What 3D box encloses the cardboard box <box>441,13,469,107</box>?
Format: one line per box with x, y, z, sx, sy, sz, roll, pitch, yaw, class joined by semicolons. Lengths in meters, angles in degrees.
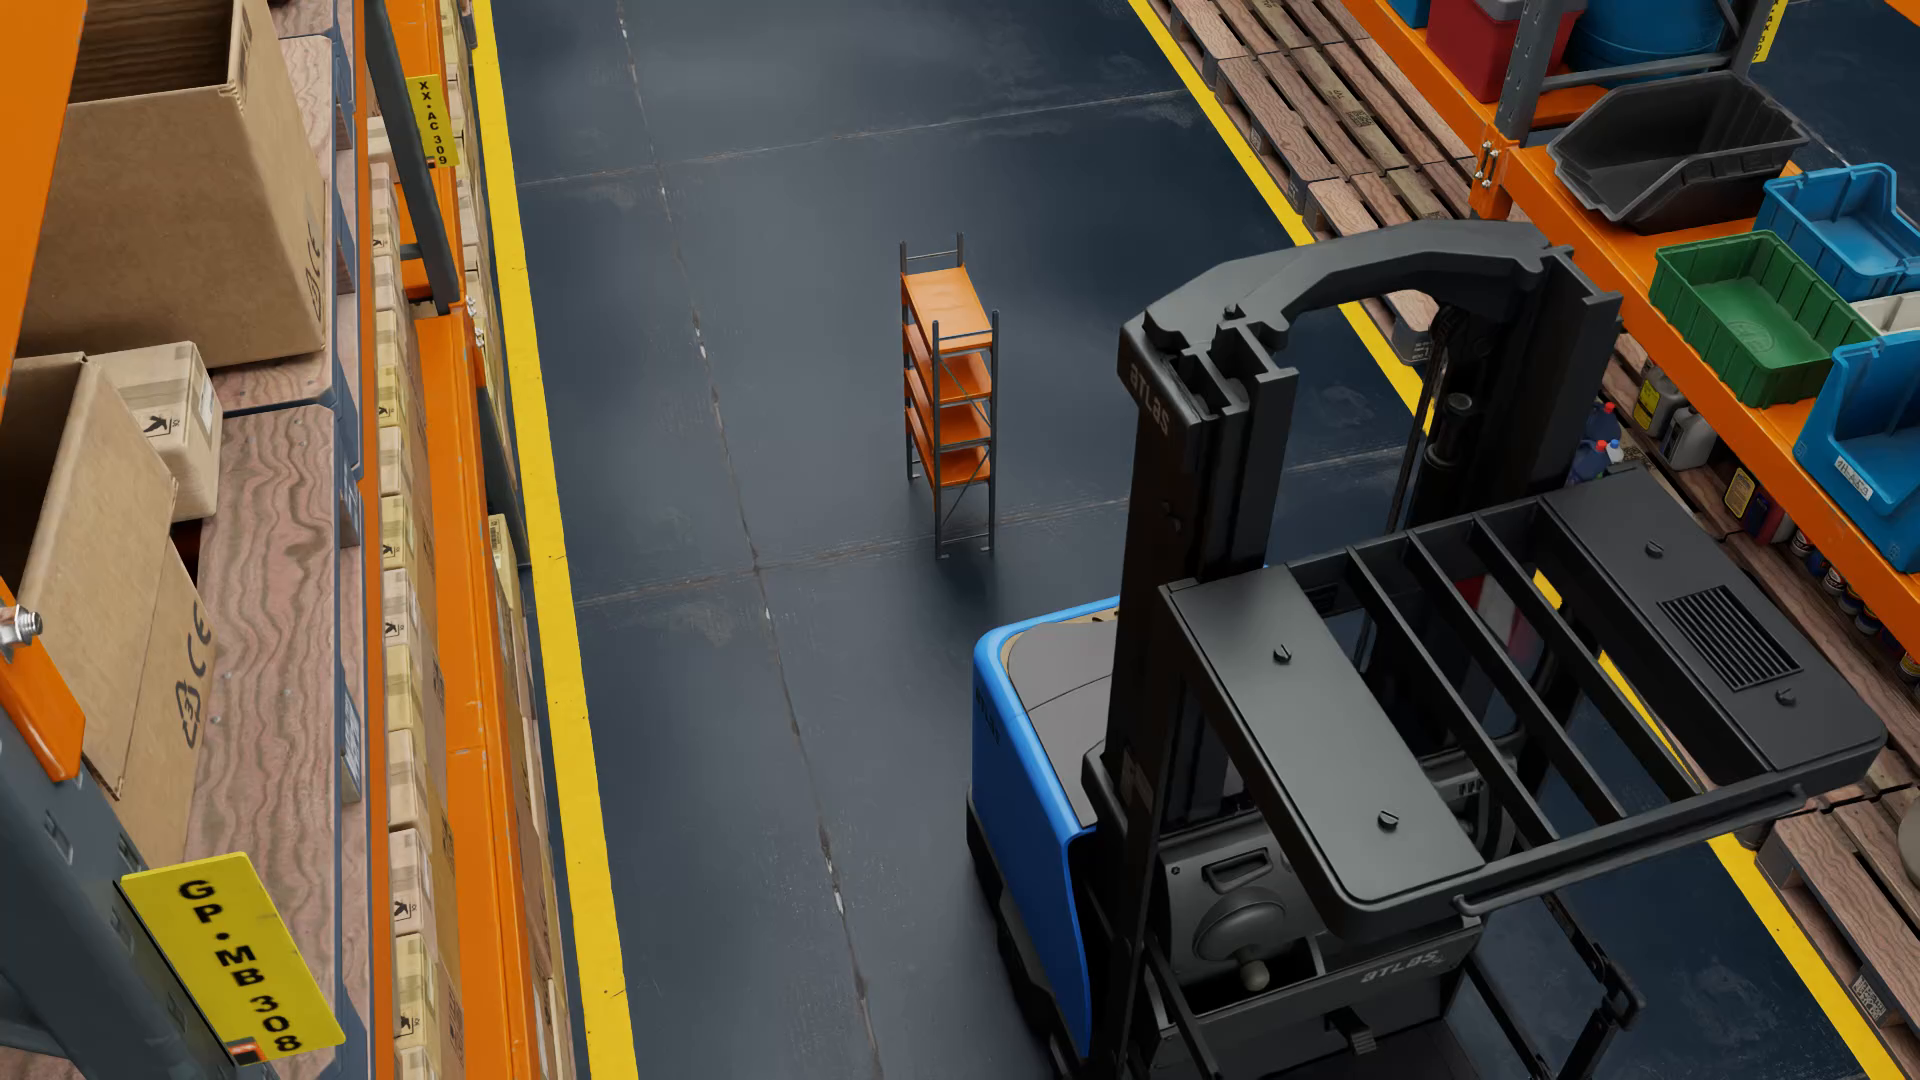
-2.724;-2.363;8.204;0.500;0.311;0.500;-11;47;-11;cardboard box

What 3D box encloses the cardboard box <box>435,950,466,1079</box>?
-1.434;1.145;3.457;0.700;0.500;0.500;-10;46;-9;cardboard box

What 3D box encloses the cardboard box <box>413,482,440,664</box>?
-1.826;0.085;4.496;0.700;0.500;0.500;-10;46;-10;cardboard box

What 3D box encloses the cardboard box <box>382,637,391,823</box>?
-1.578;0.306;3.371;0.700;0.500;0.500;-11;47;-10;cardboard box

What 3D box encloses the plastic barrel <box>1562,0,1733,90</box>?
2.772;-2.296;6.549;0.600;0.901;0.708;-11;47;-10;plastic barrel

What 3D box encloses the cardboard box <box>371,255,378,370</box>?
-1.961;-0.730;4.387;0.700;0.500;0.500;-11;47;-10;cardboard box

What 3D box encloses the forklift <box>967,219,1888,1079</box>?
0.989;0.886;3.830;1.130;2.935;3.031;-14;47;-13;forklift

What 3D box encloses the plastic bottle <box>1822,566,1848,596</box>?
3.300;0.106;6.197;0.097;0.201;0.097;0;46;0;plastic bottle

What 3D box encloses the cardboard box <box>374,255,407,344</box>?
-1.804;-0.657;4.769;0.380;0.149;0.250;-12;47;-11;cardboard box

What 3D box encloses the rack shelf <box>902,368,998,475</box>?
-0.042;-0.487;6.482;0.258;0.148;0.480;-11;47;-10;rack shelf

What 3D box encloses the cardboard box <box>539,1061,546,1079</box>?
-1.240;1.664;4.125;0.500;0.500;0.500;-11;47;-10;cardboard box

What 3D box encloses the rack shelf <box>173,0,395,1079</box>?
-1.700;-0.312;3.359;1.077;0.370;4.000;-11;47;-10;rack shelf

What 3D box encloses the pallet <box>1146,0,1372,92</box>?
1.714;-3.042;9.583;1.003;0.211;1.213;-11;47;-10;pallet

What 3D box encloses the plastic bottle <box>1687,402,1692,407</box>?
3.021;-0.633;6.817;0.144;0.351;0.185;-12;47;-11;plastic bottle

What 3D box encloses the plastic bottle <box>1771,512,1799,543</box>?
3.191;-0.138;6.384;0.152;0.276;0.135;-10;46;-10;plastic bottle

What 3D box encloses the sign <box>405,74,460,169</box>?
-1.675;-1.328;5.290;0.100;0.325;0.005;-11;47;-10;sign

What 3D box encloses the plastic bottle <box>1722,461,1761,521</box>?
3.060;-0.217;6.457;0.061;0.283;0.133;-11;47;-10;plastic bottle

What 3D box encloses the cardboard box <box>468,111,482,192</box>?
-2.604;-1.820;8.064;0.500;0.250;0.500;-10;46;-9;cardboard box

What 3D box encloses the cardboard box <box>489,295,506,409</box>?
-2.205;-0.756;7.022;0.500;0.250;0.500;-10;46;-9;cardboard box

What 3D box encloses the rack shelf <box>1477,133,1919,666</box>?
3.090;-0.165;5.316;1.077;0.370;4.000;-11;47;-10;rack shelf

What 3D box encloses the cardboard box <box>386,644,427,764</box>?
-1.411;0.406;3.728;0.380;0.149;0.250;-11;47;-11;cardboard box

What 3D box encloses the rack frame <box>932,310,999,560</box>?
0.020;-0.366;6.268;0.240;1.200;0.015;-11;47;-10;rack frame

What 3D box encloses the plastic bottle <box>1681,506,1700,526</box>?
2.677;0.014;6.235;0.152;0.276;0.135;-11;47;-10;plastic bottle

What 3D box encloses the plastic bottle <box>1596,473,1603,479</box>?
2.434;-0.116;6.358;0.061;0.283;0.133;-9;46;-9;plastic bottle

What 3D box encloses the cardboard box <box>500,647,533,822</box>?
-1.633;0.630;5.138;0.500;0.500;0.500;-11;47;-10;cardboard box

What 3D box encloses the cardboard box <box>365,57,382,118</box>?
-2.527;-1.827;6.370;0.500;0.500;0.500;-8;46;-7;cardboard box

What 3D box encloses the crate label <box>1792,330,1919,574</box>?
2.869;-0.270;4.890;0.502;0.435;0.616;-11;47;-10;crate label

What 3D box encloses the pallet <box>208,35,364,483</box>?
-1.659;-0.489;3.091;1.003;0.211;1.213;-11;47;-10;pallet

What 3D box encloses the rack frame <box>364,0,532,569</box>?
-2.212;-0.895;5.527;1.000;3.000;0.127;-11;47;-10;rack frame

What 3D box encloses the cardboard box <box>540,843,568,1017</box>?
-1.492;1.235;5.070;0.500;0.250;0.500;-11;47;-10;cardboard box

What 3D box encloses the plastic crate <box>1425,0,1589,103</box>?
2.158;-2.099;6.662;0.402;0.464;0.583;-11;47;-10;plastic crate

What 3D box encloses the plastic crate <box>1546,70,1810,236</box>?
2.589;-1.392;6.057;0.767;0.338;0.504;-11;47;-10;plastic crate

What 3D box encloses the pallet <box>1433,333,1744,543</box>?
2.709;-0.351;6.946;1.003;0.211;1.213;-11;47;-10;pallet

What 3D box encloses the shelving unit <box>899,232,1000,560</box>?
-0.042;-0.534;6.433;0.258;1.200;0.503;-11;47;-10;shelving unit

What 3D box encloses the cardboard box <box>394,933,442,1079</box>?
-1.213;0.940;3.204;0.380;0.149;0.250;-11;47;-10;cardboard box

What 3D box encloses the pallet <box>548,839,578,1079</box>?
-1.733;1.482;5.150;1.003;0.211;1.213;-11;47;-10;pallet

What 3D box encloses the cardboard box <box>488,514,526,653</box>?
-1.882;0.201;6.084;0.500;0.250;0.500;-11;47;-10;cardboard box

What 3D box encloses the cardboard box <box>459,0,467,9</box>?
-3.076;-3.302;9.328;0.500;0.500;0.500;-9;46;-9;cardboard box

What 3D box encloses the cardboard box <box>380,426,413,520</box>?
-1.611;-0.132;4.254;0.380;0.149;0.250;-9;46;-9;cardboard box

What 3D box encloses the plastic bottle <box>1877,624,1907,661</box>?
3.399;0.292;5.957;0.061;0.283;0.133;-10;46;-10;plastic bottle

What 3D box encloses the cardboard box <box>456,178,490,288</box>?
-2.333;-1.310;7.172;0.500;0.311;0.500;-12;47;-12;cardboard box
